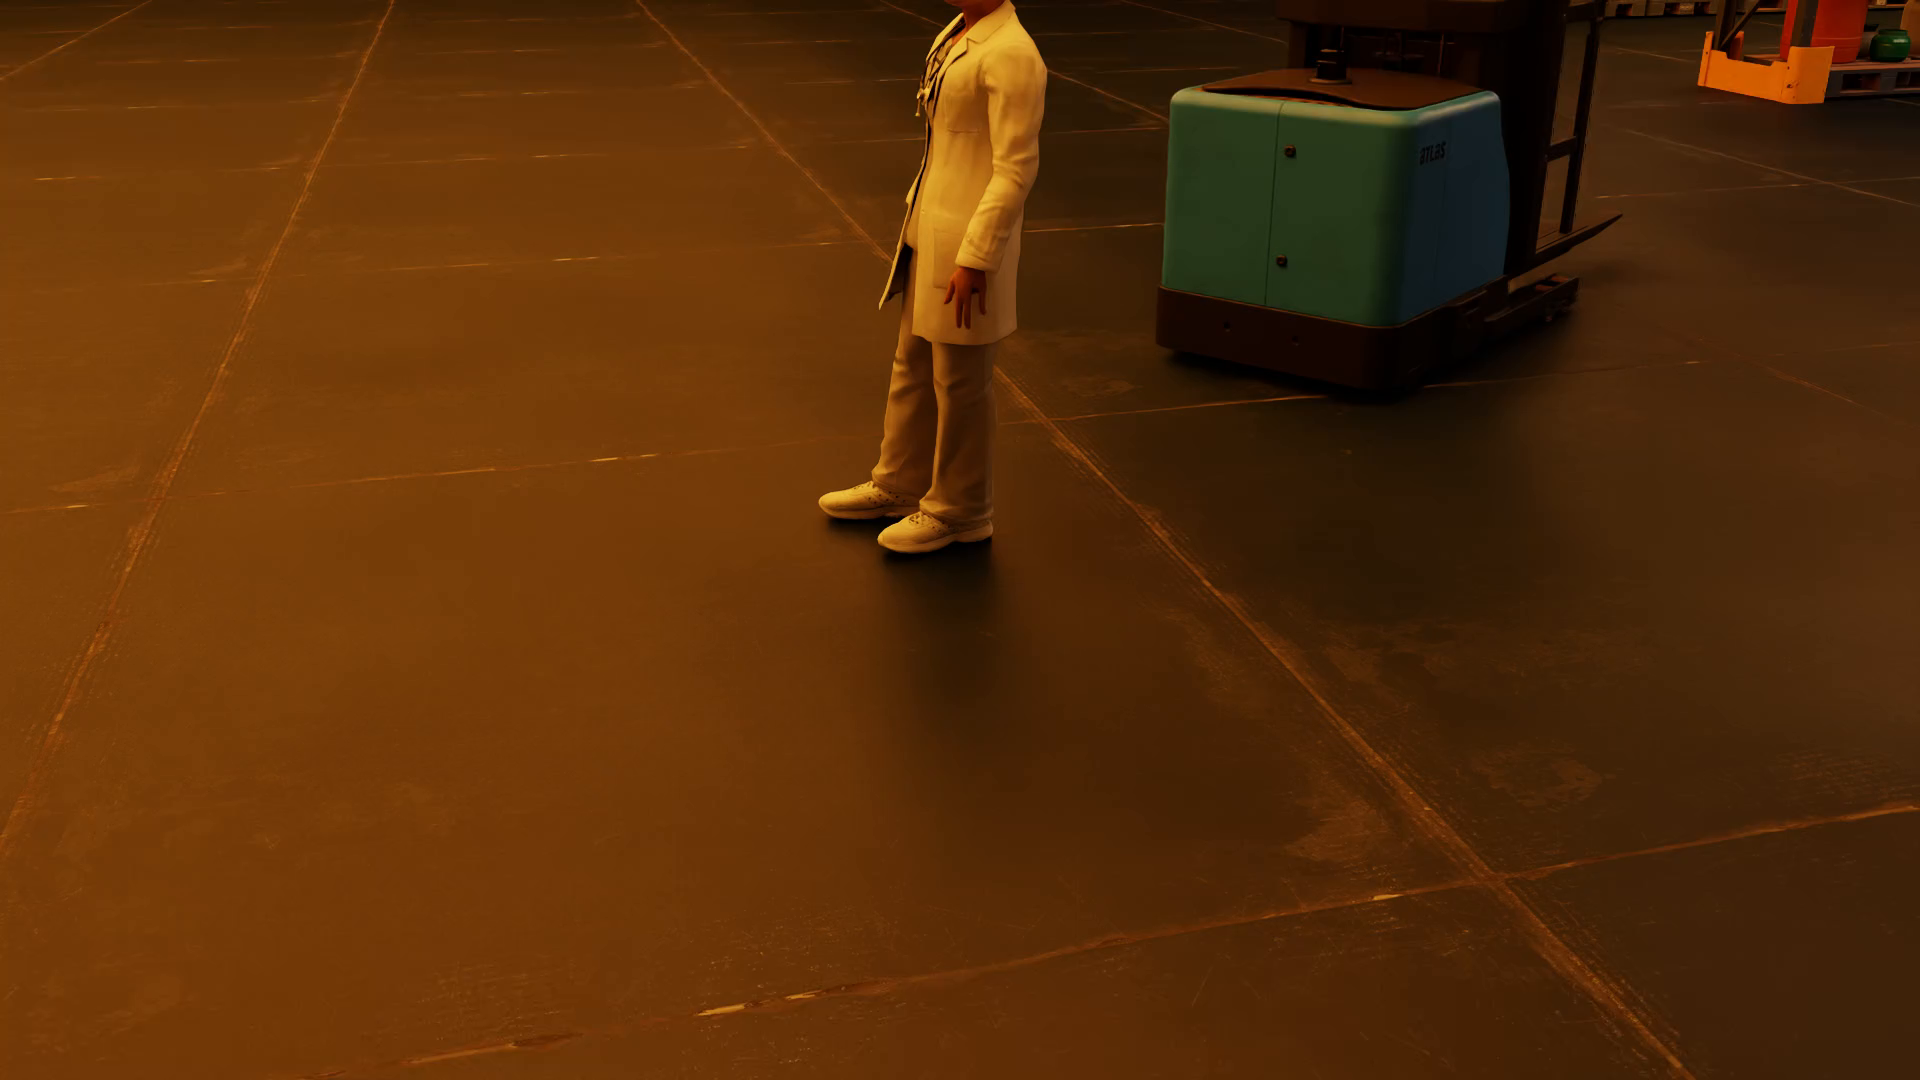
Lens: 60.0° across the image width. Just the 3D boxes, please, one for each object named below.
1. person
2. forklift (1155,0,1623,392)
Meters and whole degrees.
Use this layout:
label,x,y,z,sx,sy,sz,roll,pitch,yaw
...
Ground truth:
label,x,y,z,sx,sy,sz,roll,pitch,yaw
person,-0.088,-0.817,4.685,0.581,1.775,0.694,-6,24,-14
forklift,2.111,-2.410,6.972,1.130,2.935,3.031,18,29,35
